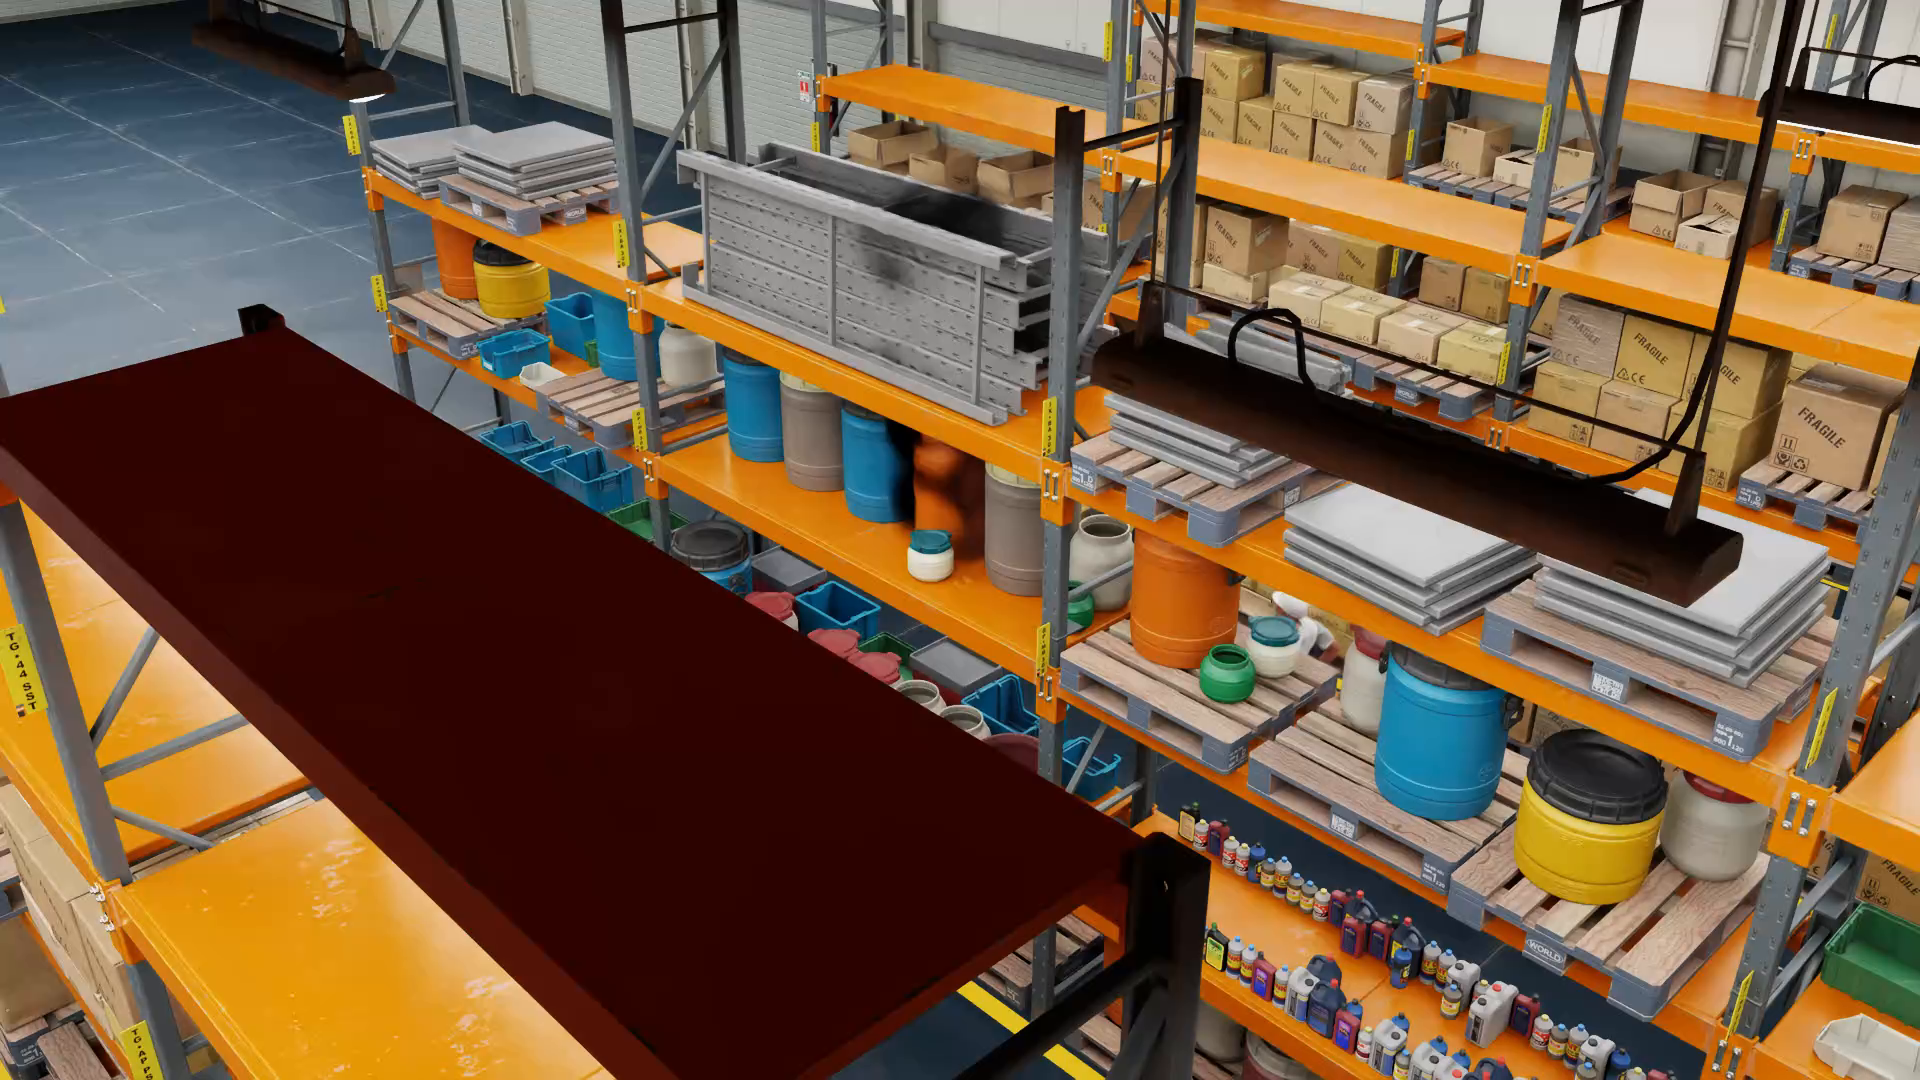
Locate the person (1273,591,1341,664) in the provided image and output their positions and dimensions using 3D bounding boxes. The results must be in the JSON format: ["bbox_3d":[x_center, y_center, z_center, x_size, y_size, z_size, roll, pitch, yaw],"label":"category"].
[{"bbox_3d":[2.354,1.171,12.163,0.777,1.867,0.650,19,33,31],"label":"person"}]
